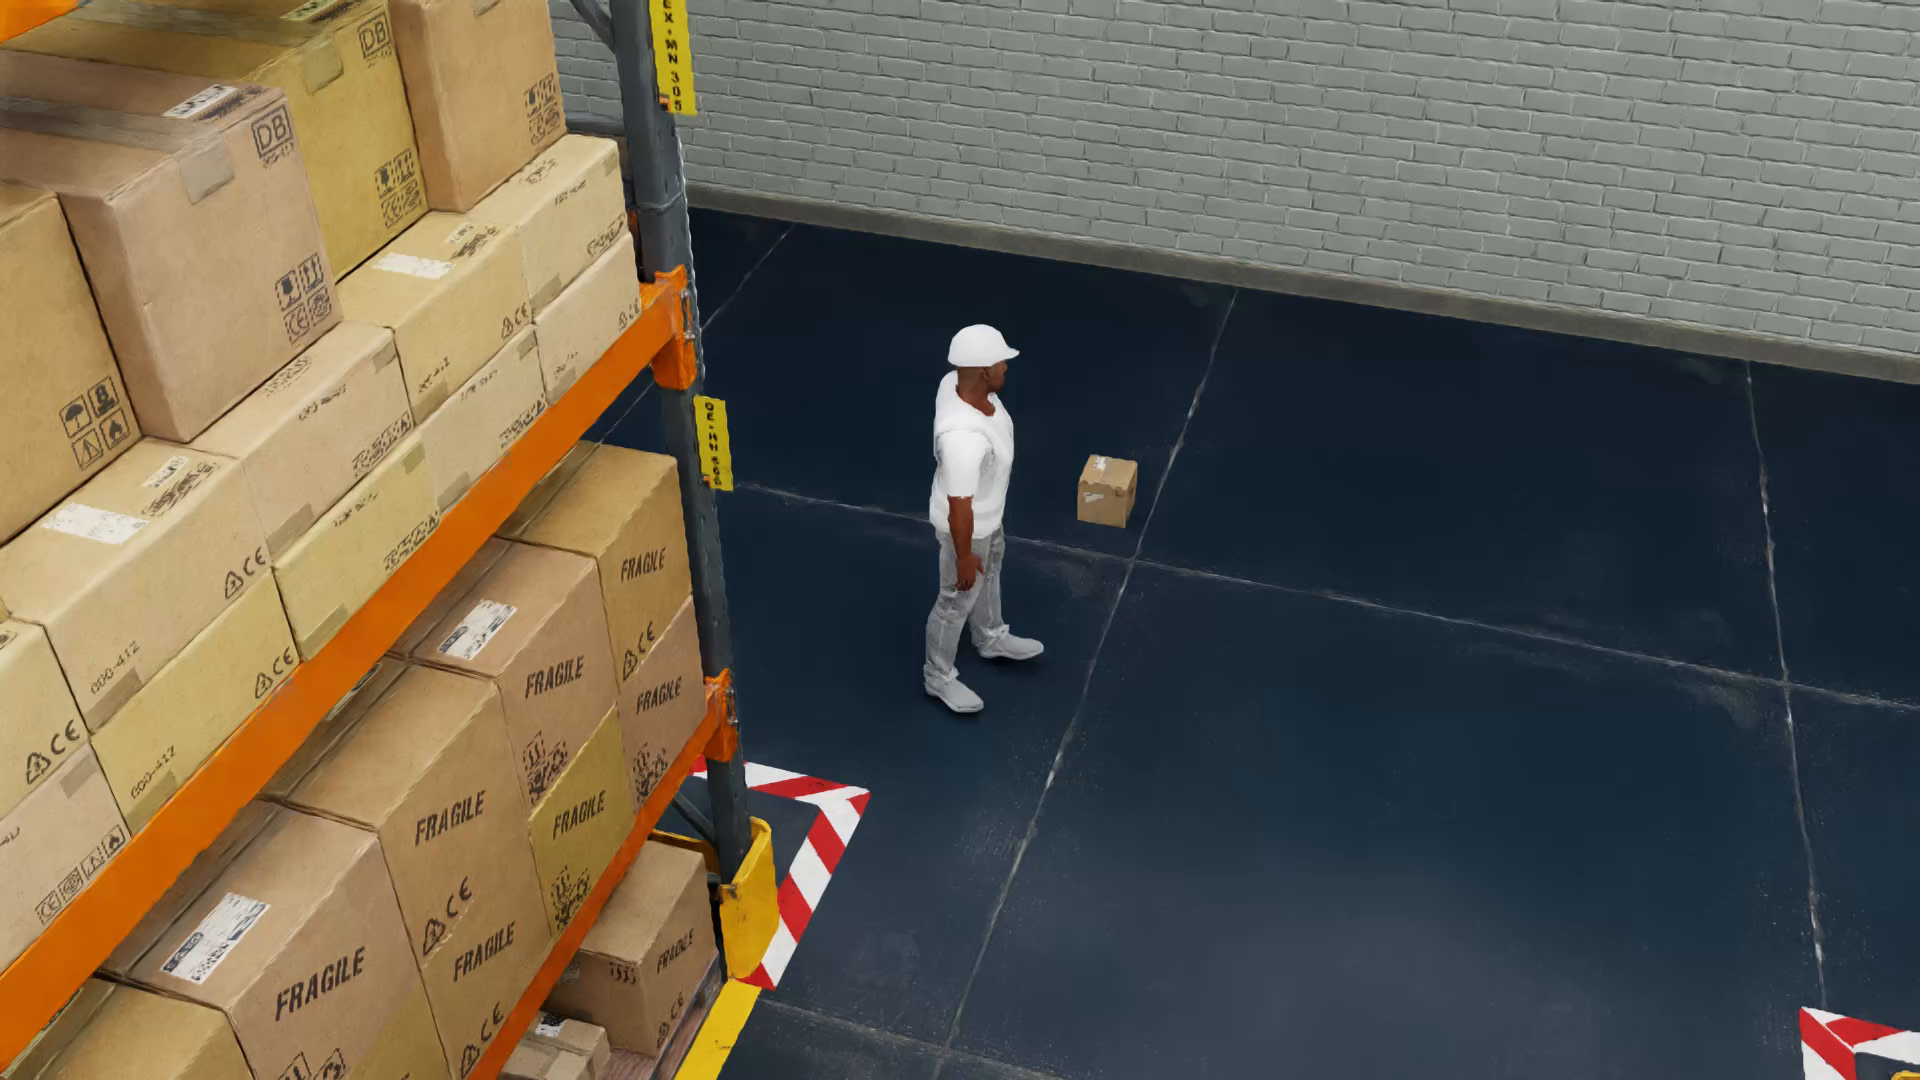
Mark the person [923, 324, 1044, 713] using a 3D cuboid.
[{"bbox_3d":[0.106,-0.109,6.968,0.530,1.765,0.647,3,37,5],"label":"person"}]
